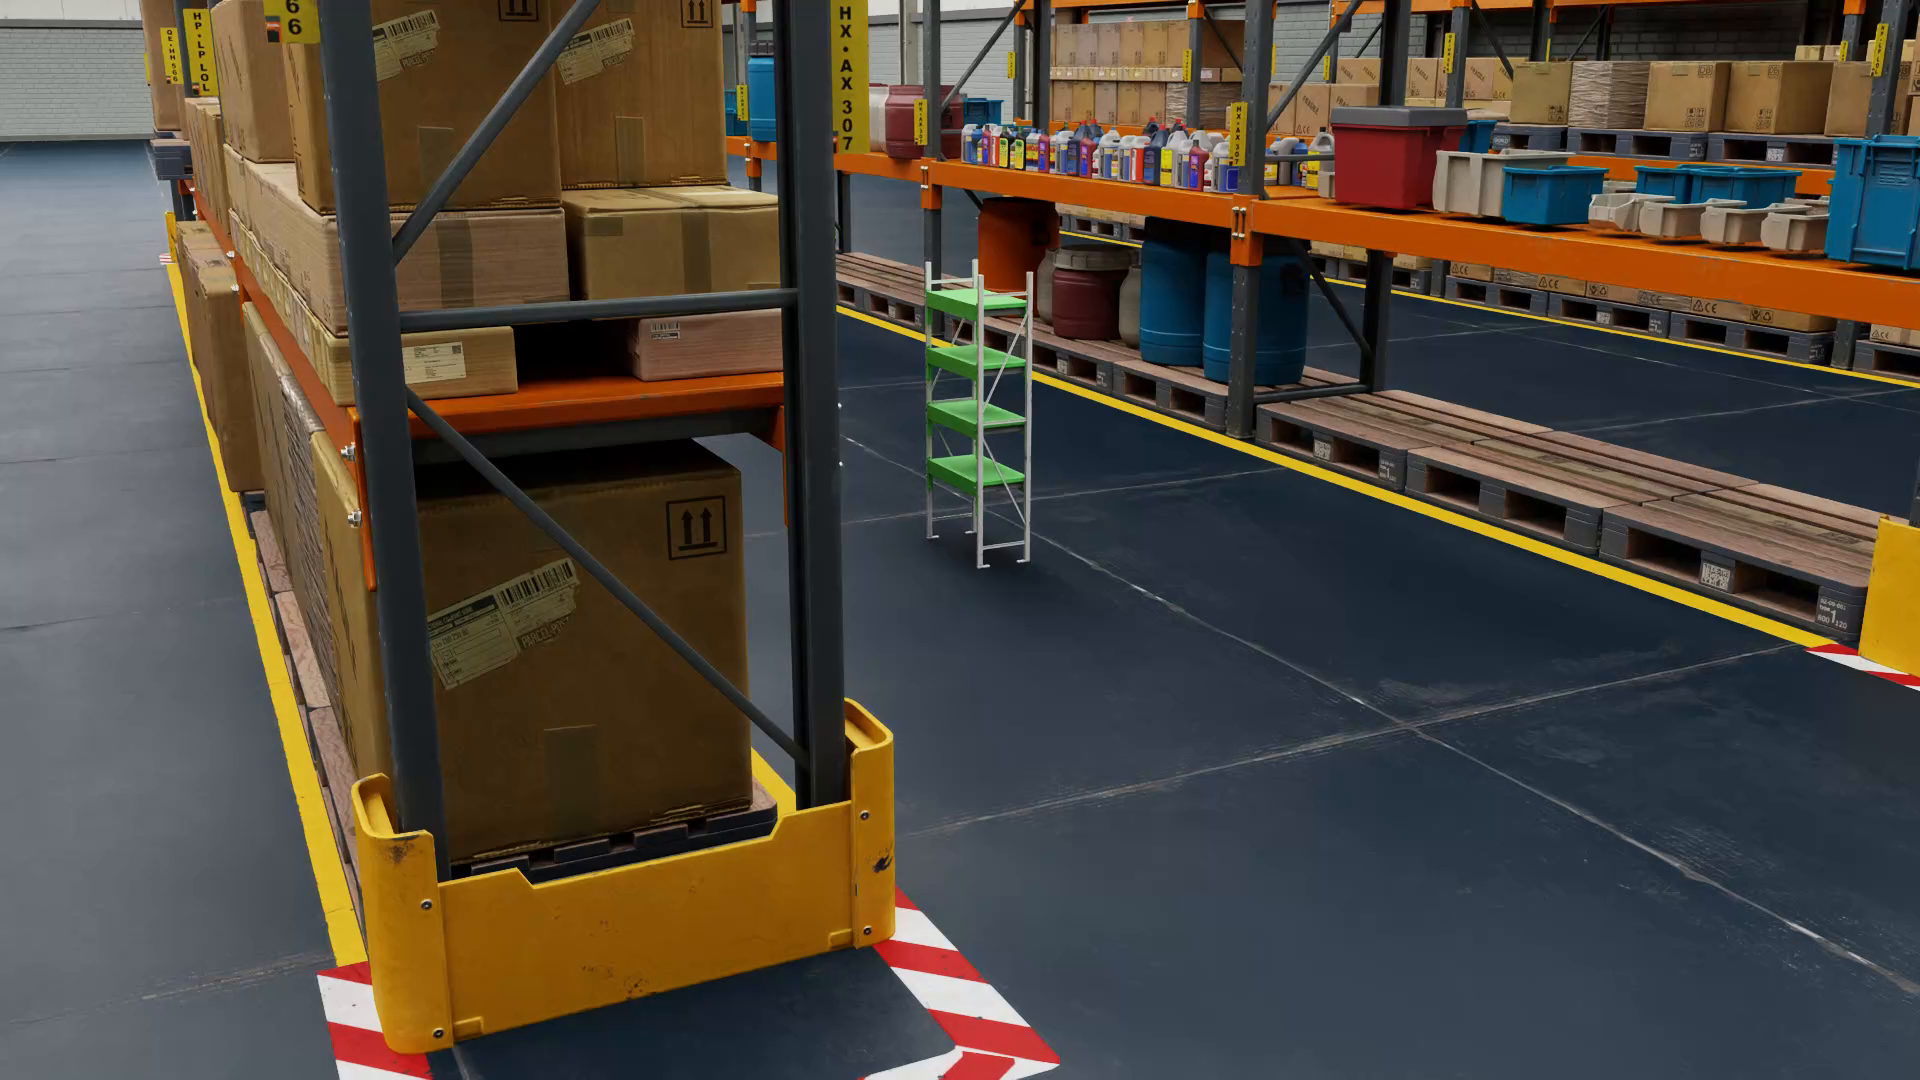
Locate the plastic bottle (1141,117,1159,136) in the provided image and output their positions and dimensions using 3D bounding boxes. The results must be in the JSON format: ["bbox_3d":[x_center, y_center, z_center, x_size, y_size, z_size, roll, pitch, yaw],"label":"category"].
[{"bbox_3d":[1.298,-2.656,11.159,0.144,0.351,0.185,-8,18,-25],"label":"plastic bottle"}]

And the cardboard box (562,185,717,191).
[{"bbox_3d":[-0.945,-0.825,4.421,0.500,0.250,0.500,-8,18,-26],"label":"cardboard box"}]

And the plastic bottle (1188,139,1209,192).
[{"bbox_3d":[1.351,-2.119,9.409,0.061,0.283,0.133,-8,18,-25],"label":"plastic bottle"}]

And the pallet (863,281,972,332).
[{"bbox_3d":[-0.101,-1.913,13.535,1.003,0.211,1.213,-8,18,-25],"label":"pallet"}]

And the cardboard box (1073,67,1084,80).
[{"bbox_3d":[1.586,-5.619,20.035,0.380,0.149,0.250,-8,18,-27],"label":"cardboard box"}]

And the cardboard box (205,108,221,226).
[{"bbox_3d":[-3.157,-1.721,7.628,0.500,0.500,0.500,-7,17,-23],"label":"cardboard box"}]

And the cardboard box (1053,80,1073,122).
[{"bbox_3d":[1.581,-5.439,20.585,0.700,0.500,0.500,-7,17,-23],"label":"cardboard box"}]

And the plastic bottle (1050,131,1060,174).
[{"bbox_3d":[0.635,-2.530,10.862,0.097,0.271,0.097,0,16,0],"label":"plastic bottle"}]

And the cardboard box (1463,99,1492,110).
[{"bbox_3d":[6.667,-5.389,20.826,0.500,0.250,0.500,-8,18,-25],"label":"cardboard box"}]

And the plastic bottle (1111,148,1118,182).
[{"bbox_3d":[0.978,-2.302,10.196,0.097,0.201,0.097,0,16,0],"label":"plastic bottle"}]

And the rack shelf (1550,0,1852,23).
[{"bbox_3d":[8.234,-5.846,18.050,1.077,0.370,4.000,-8,18,-25],"label":"rack shelf"}]

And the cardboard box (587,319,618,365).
[{"bbox_3d":[-0.716,-0.545,4.168,0.380,0.149,0.250,-8,18,-26],"label":"cardboard box"}]

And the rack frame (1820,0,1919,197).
[{"bbox_3d":[9.110,-4.254,16.636,1.000,3.000,0.127,-8,18,-25],"label":"rack frame"}]

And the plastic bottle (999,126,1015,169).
[{"bbox_3d":[0.323,-2.701,11.436,0.061,0.283,0.133,-8,18,-25],"label":"plastic bottle"}]

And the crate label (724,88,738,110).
[{"bbox_3d":[-2.251,-4.634,17.895,0.502,0.435,0.616,-8,18,-25],"label":"crate label"}]

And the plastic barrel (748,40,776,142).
[{"bbox_3d":[-1.651,-4.157,15.390,0.600,0.901,0.708,-8,18,-25],"label":"plastic barrel"}]

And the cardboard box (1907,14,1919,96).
[{"bbox_3d":[6.364,-3.040,10.413,0.500,0.500,0.500,-7,17,-23],"label":"cardboard box"}]

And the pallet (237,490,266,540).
[{"bbox_3d":[-2.902,-0.308,7.942,1.003,0.211,1.213,-8,18,-25],"label":"pallet"}]

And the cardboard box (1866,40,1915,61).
[{"bbox_3d":[9.089,-4.664,15.949,0.500,0.250,0.500,-7,18,-24],"label":"cardboard box"}]

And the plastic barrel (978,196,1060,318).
[{"bbox_3d":[0.434,-2.096,12.290,0.600,0.830,0.708,-8,18,-25],"label":"plastic barrel"}]

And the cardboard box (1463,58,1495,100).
[{"bbox_3d":[6.648,-5.747,20.714,0.500,0.500,0.500,-8,18,-25],"label":"cardboard box"}]

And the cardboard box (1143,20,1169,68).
[{"bbox_3d":[2.483,-5.552,18.627,0.700,0.500,0.500,-8,18,-25],"label":"cardboard box"}]

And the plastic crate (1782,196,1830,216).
[{"bbox_3d":[3.533,-1.334,6.830,0.250,0.136,0.298,-8,18,-25],"label":"plastic crate"}]

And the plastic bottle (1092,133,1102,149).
[{"bbox_3d":[0.872,-2.434,10.528,0.097,0.271,0.097,0,16,0],"label":"plastic bottle"}]

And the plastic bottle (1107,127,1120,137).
[{"bbox_3d":[1.071,-2.762,11.669,0.097,0.271,0.097,0,16,0],"label":"plastic bottle"}]

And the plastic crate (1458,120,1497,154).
[{"bbox_3d":[2.467,-2.011,8.742,0.392,0.384,0.575,-8,18,-25],"label":"plastic crate"}]

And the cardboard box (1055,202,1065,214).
[{"bbox_3d":[1.411,-4.235,20.793,0.500,0.250,0.500,-8,18,-25],"label":"cardboard box"}]

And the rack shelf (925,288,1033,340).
[{"bbox_3d":[0.073,-0.936,6.827,0.258,0.148,0.480,-8,18,-25],"label":"rack shelf"}]

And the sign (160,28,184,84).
[{"bbox_3d":[-4.732,-2.909,9.993,0.100,0.325,0.005,-8,18,-25],"label":"sign"}]

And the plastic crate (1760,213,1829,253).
[{"bbox_3d":[3.189,-1.155,6.208,0.396,0.136,0.243,-8,18,-25],"label":"plastic crate"}]

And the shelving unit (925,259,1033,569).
[{"bbox_3d":[0.073,-0.536,6.942,0.258,1.200,0.503,-8,18,-25],"label":"shelving unit"}]

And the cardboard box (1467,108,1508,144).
[{"bbox_3d":[4.538,-3.707,14.892,0.500,0.311,0.500,-6,17,-21],"label":"cardboard box"}]

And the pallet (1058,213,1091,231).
[{"bbox_3d":[1.526,-4.113,21.201,1.003,0.211,1.213,-8,18,-25],"label":"pallet"}]

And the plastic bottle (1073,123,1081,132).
[{"bbox_3d":[0.866,-2.895,12.111,0.061,0.283,0.133,-8,18,-25],"label":"plastic bottle"}]

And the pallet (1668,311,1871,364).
[{"bbox_3d":[6.020,-1.519,12.162,1.003,0.211,1.213,-8,18,-25],"label":"pallet"}]

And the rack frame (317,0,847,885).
[{"bbox_3d":[-0.744,-0.475,3.466,1.000,3.000,0.127,-8,18,-25],"label":"rack frame"}]

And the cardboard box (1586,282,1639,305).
[{"bbox_3d":[5.284,-2.134,12.983,0.500,0.500,0.500,-8,18,-27],"label":"cardboard box"}]

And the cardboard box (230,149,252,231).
[{"bbox_3d":[-2.312,-1.265,5.954,0.500,0.250,0.500,-8,18,-25],"label":"cardboard box"}]

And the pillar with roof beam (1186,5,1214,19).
[{"bbox_3d":[0.191,-10.020,25.852,9.100,9.000,0.400,-8,18,-25],"label":"pillar with roof beam"}]

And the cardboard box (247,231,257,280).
[{"bbox_3d":[-2.205,-0.973,5.660,0.380,0.149,0.250,-8,18,-26],"label":"cardboard box"}]

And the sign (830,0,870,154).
[{"bbox_3d":[-0.242,-0.994,3.564,0.100,0.325,0.005,-8,18,-25],"label":"sign"}]

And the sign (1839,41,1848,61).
[{"bbox_3d":[8.626,-4.704,16.251,0.100,0.325,0.005,-8,18,-25],"label":"sign"}]

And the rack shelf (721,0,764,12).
[{"bbox_3d":[-2.425,-5.640,17.334,1.077,0.370,4.000,-8,18,-25],"label":"rack shelf"}]

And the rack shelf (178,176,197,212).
[{"bbox_3d":[-5.125,-2.608,12.206,1.077,0.370,4.000,-8,18,-25],"label":"rack shelf"}]

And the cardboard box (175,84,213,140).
[{"bbox_3d":[-4.855,-2.963,11.197,0.700,0.500,0.500,-5,17,-17],"label":"cardboard box"}]

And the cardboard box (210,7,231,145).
[{"bbox_3d":[-2.516,-1.748,6.277,0.500,0.500,0.500,-8,18,-25],"label":"cardboard box"}]

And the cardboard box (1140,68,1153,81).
[{"bbox_3d":[2.255,-5.239,18.711,0.380,0.149,0.250,-8,18,-25],"label":"cardboard box"}]

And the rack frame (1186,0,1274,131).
[{"bbox_3d":[2.906,-4.646,18.003,1.000,3.000,0.127,-8,18,-25],"label":"rack frame"}]

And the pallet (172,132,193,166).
[{"bbox_3d":[-5.152,-2.852,12.098,1.003,0.211,1.213,-8,18,-25],"label":"pallet"}]

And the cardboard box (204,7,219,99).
[{"bbox_3d":[-3.943,-2.805,9.588,0.797,0.503,0.637,-7,17,-23],"label":"cardboard box"}]

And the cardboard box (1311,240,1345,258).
[{"bbox_3d":[3.762,-2.888,16.100,0.500,0.250,0.500,-7,18,-24],"label":"cardboard box"}]

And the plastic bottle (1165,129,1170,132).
[{"bbox_3d":[1.350,-2.582,11.022,0.061,0.283,0.133,-8,18,-25],"label":"plastic bottle"}]

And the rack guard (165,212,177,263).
[{"bbox_3d":[-7.720,-3.221,17.570,1.175,0.500,0.348,-8,18,-25],"label":"rack guard"}]

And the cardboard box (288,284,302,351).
[{"bbox_3d":[-1.529,-0.591,4.328,0.380,0.149,0.250,-7,18,-24],"label":"cardboard box"}]
